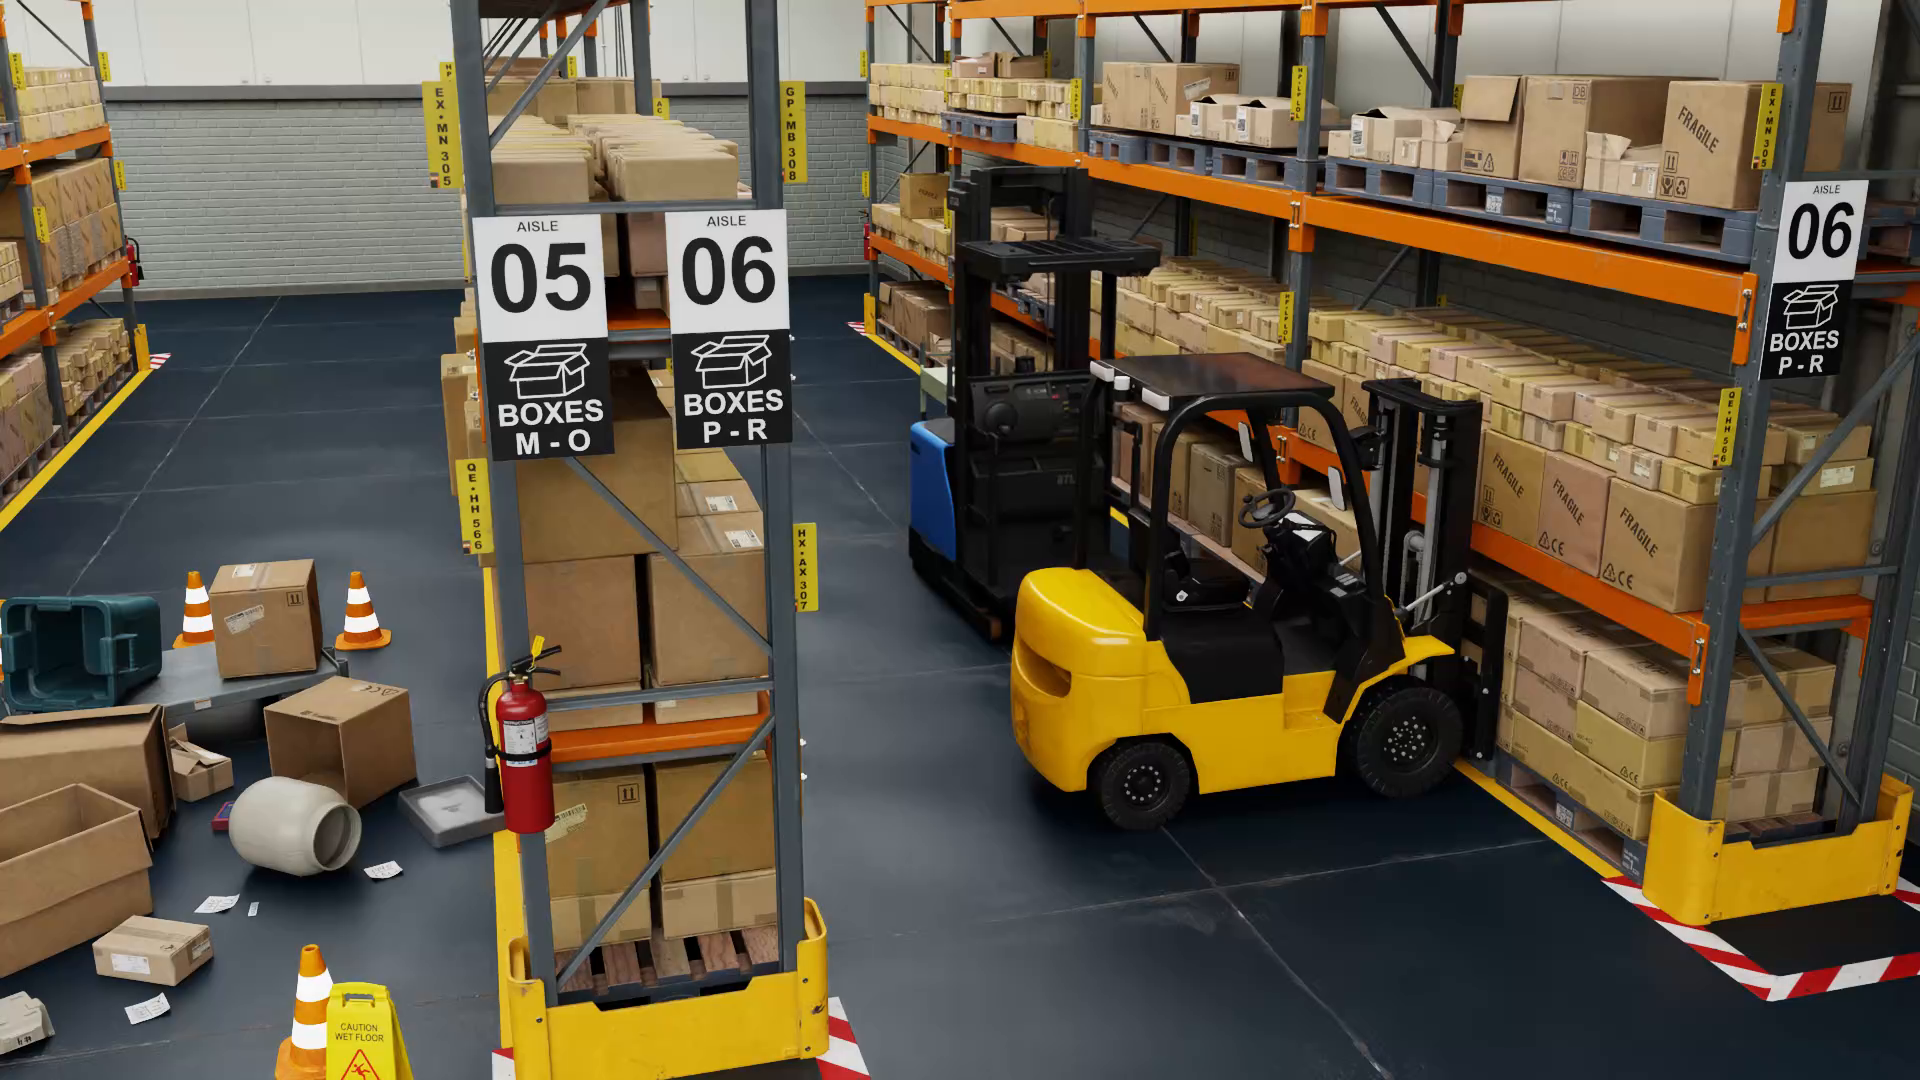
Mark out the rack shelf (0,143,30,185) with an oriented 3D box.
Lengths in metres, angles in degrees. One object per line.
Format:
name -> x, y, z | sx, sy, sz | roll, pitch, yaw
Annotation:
rack shelf -> -8.558, -2.882, 13.370 | 1.077, 0.370, 4.000 | -5, 17, -15

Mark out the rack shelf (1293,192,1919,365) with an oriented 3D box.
rack shelf -> 3.144, -1.482, 8.709 | 1.077, 0.370, 4.000 | -5, 17, -15

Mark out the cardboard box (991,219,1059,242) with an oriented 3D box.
cardboard box -> 0.672, -2.893, 16.467 | 0.700, 0.500, 0.500 | -5, 17, -16

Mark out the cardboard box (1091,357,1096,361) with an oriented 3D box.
cardboard box -> 1.459, -1.671, 15.790 | 0.380, 0.149, 0.250 | -4, 17, -15

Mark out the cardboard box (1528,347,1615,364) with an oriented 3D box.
cardboard box -> 3.333, -0.951, 9.085 | 0.380, 0.149, 0.250 | -4, 17, -14

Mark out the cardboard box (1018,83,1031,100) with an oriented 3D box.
cardboard box -> 0.759, -4.179, 15.486 | 0.380, 0.149, 0.250 | -5, 17, -15

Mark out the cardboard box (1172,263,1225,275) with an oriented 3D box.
cardboard box -> 1.971, -2.194, 13.742 | 0.380, 0.149, 0.250 | -5, 17, -15

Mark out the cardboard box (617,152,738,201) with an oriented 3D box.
cardboard box -> -0.980, -1.256, 5.756 | 0.380, 0.149, 0.250 | -5, 17, -16

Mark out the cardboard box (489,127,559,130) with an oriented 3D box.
cardboard box -> -1.994, -1.779, 7.498 | 0.380, 0.149, 0.250 | -5, 17, -16

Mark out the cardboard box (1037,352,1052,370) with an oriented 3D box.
cardboard box -> 0.952, -1.707, 15.909 | 0.380, 0.149, 0.250 | -4, 17, -14

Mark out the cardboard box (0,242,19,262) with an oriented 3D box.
cardboard box -> -8.810, -2.614, 15.112 | 0.380, 0.149, 0.250 | -4, 17, -13

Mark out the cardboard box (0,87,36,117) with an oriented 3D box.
cardboard box -> -9.009, -4.100, 15.564 | 0.500, 0.250, 0.500 | -4, 17, -13

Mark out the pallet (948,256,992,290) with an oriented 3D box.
pallet -> 0.510, -2.835, 17.509 | 1.003, 0.211, 1.213 | -5, 17, -15

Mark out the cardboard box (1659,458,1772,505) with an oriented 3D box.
cardboard box -> 3.329, -0.269, 7.333 | 0.380, 0.149, 0.250 | -4, 17, -14

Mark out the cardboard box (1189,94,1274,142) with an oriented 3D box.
cardboard box -> 1.950, -2.980, 11.694 | 0.500, 0.311, 0.500 | -5, 18, -17

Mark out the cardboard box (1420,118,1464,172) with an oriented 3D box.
cardboard box -> 2.710, -2.130, 8.945 | 0.396, 0.266, 0.258 | -5, 17, -17

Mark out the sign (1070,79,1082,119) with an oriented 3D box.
sign -> 0.973, -3.692, 13.915 | 0.100, 0.325, 0.005 | -5, 17, -15

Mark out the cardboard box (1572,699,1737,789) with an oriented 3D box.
cardboard box -> 3.259, 0.929, 7.825 | 0.500, 0.250, 0.500 | -5, 17, -16

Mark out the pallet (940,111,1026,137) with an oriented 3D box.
pallet -> 0.507, -4.317, 17.222 | 1.213, 0.211, 1.003 | -5, 17, -15

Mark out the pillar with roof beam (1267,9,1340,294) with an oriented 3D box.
pillar with roof beam -> -1.419, -4.293, 11.603 | 9.100, 9.000, 0.400 | -5, 17, -15

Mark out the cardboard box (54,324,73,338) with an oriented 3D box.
cardboard box -> -10.198, -2.332, 18.693 | 0.380, 0.149, 0.250 | -4, 17, -14

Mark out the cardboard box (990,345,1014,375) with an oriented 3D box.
cardboard box -> 0.601, -1.724, 17.092 | 0.500, 0.500, 0.500 | -5, 17, -17

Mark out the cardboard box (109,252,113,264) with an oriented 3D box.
cardboard box -> -9.813, -3.190, 18.795 | 0.380, 0.149, 0.250 | -5, 17, -15

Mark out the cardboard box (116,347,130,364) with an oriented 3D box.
cardboard box -> -9.694, -2.093, 18.933 | 0.380, 0.149, 0.250 | -4, 17, -14

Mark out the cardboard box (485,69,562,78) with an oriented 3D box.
cardboard box -> -3.525, -3.436, 13.053 | 0.797, 0.503, 0.637 | -6, 18, -19

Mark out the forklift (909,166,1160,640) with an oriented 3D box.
forklift -> 0.589, -0.882, 10.795 | 1.130, 2.935, 3.031 | -6, 18, -18

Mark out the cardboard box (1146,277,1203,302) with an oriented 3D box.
cardboard box -> 1.664, -1.941, 12.898 | 0.380, 0.149, 0.250 | -4, 17, -14

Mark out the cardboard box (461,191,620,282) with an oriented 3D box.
cardboard box -> -1.478, -1.071, 5.833 | 0.500, 0.250, 0.500 | -5, 17, -16

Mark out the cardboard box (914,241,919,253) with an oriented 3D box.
cardboard box -> -0.342, -3.532, 19.934 | 0.380, 0.149, 0.250 | -5, 17, -15

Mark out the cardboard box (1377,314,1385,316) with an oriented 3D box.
cardboard box -> 2.704, -1.416, 11.151 | 0.380, 0.149, 0.250 | -5, 17, -17

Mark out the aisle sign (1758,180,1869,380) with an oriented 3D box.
aisle sign -> 3.429, -1.041, 6.684 | 0.394, 0.787, 0.004 | -5, 17, -15

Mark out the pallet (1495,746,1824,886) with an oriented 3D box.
pallet -> 3.443, 1.290, 8.290 | 1.003, 0.211, 1.213 | -5, 17, -15

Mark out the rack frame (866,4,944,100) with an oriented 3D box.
rack frame -> -0.704, -7.136, 21.066 | 1.000, 3.000, 0.127 | -5, 17, -15

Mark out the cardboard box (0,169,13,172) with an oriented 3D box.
cardboard box -> -9.929, -3.549, 17.123 | 0.500, 0.500, 0.500 | -5, 18, -17

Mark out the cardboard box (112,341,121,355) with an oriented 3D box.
cardboard box -> -9.643, -2.161, 18.641 | 0.380, 0.149, 0.250 | -5, 18, -18

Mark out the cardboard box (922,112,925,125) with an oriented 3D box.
cardboard box -> -0.225, -4.836, 19.061 | 0.380, 0.149, 0.250 | -4, 17, -13

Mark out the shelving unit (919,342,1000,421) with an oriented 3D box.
shelving unit -> -0.005, -0.720, 12.742 | 0.431, 1.500, 0.755 | -5, 17, -16

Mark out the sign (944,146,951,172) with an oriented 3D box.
sign -> -0.164, -5.007, 21.845 | 0.100, 0.325, 0.005 | -5, 17, -15

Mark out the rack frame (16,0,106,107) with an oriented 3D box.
rack frame -> -10.207, -6.323, 18.360 | 1.000, 3.000, 0.127 | -5, 17, -15

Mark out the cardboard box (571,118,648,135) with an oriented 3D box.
cardboard box -> -1.750, -2.033, 8.342 | 0.380, 0.149, 0.250 | -4, 17, -14

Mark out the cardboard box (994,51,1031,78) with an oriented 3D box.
cardboard box -> 0.546, -4.983, 17.409 | 0.396, 0.266, 0.258 | -5, 17, -16

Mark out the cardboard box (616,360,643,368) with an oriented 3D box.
cardboard box -> -1.803, -0.659, 7.504 | 0.700, 0.500, 0.500 | -5, 17, -16

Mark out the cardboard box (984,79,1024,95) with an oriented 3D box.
cardboard box -> 0.450, -4.470, 16.420 | 0.380, 0.149, 0.250 | -4, 17, -14

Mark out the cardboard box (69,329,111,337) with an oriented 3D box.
cardboard box -> -9.600, -2.232, 18.360 | 0.380, 0.149, 0.250 | -5, 18, -17

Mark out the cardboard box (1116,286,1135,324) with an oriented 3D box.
cardboard box -> 1.518, -1.937, 13.578 | 0.500, 0.250, 0.500 | -4, 17, -14

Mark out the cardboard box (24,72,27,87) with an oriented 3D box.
cardboard box -> -8.997, -4.316, 15.592 | 0.380, 0.149, 0.250 | -5, 18, -18

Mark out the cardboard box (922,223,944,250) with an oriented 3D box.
cardboard box -> -0.131, -3.486, 19.087 | 0.500, 0.250, 0.500 | -5, 17, -15

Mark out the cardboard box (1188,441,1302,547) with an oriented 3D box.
cardboard box -> 2.234, -0.366, 12.354 | 0.875, 0.625, 0.625 | -5, 17, -16

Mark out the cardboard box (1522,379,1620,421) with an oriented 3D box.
cardboard box -> 3.022, -0.694, 8.232 | 0.380, 0.149, 0.250 | -4, 17, -14

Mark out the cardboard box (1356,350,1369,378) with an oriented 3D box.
cardboard box -> 2.600, -1.052, 9.938 | 0.380, 0.149, 0.250 | -5, 17, -15

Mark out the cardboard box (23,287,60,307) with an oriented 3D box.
cardboard box -> -8.871, -2.327, 15.923 | 0.380, 0.149, 0.250 | -4, 17, -13

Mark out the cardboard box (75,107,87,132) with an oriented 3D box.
cardboard box -> -9.557, -4.431, 17.536 | 0.500, 0.250, 0.500 | -4, 17, -13

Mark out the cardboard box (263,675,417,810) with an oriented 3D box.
cardboard box -> -3.191, 1.050, 8.583 | 0.500, 0.500, 0.500 | 7, 18, 23

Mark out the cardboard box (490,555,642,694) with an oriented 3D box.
cardboard box -> -1.492, 0.238, 6.256 | 0.500, 0.500, 0.500 | -5, 17, -16

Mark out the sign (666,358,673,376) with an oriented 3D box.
sign -> -1.658, -1.010, 9.594 | 0.100, 0.325, 0.005 | -5, 17, -15

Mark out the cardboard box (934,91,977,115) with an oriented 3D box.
cardboard box -> 0.022, -4.777, 18.171 | 0.500, 0.250, 0.500 | -5, 17, -15
